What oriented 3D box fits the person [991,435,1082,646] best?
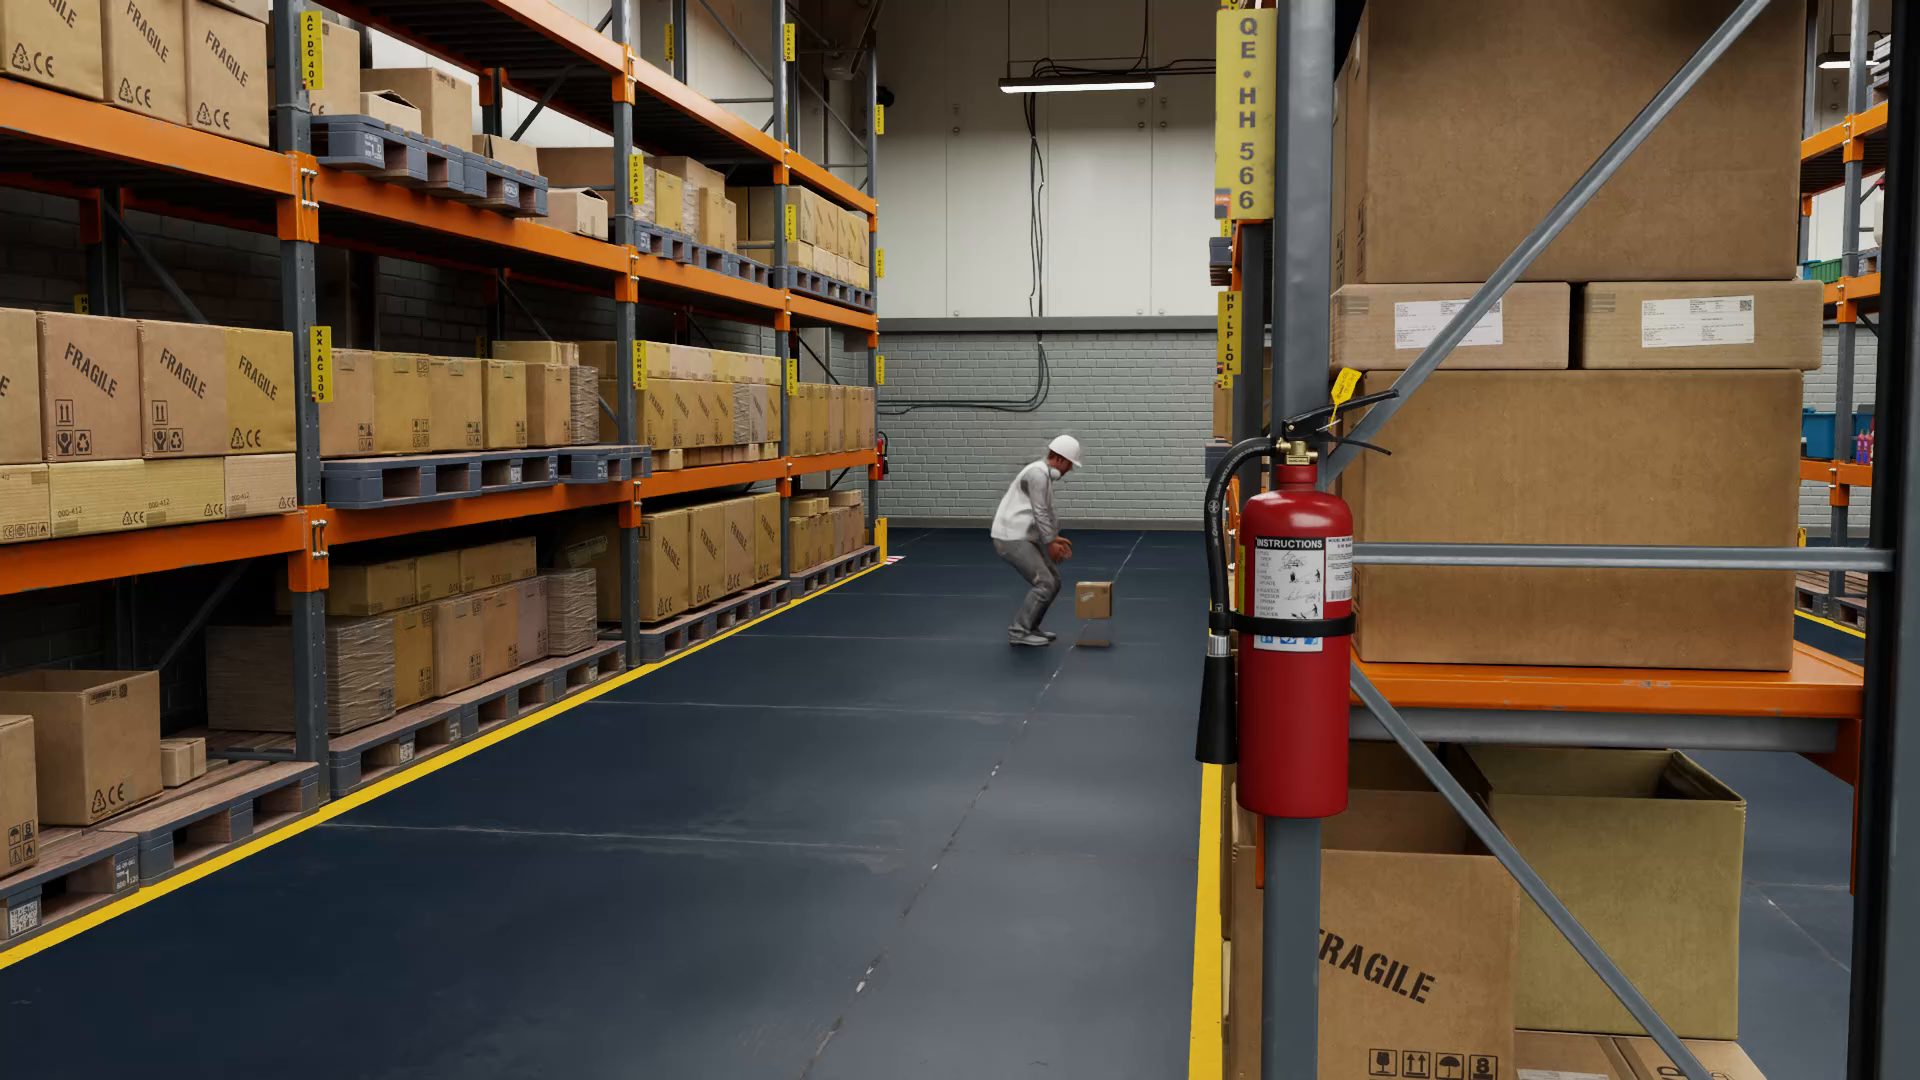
[{"bbox_3d":[0.575,-0.005,12.465,0.671,1.560,0.588,1,4,9],"label":"person"}]
